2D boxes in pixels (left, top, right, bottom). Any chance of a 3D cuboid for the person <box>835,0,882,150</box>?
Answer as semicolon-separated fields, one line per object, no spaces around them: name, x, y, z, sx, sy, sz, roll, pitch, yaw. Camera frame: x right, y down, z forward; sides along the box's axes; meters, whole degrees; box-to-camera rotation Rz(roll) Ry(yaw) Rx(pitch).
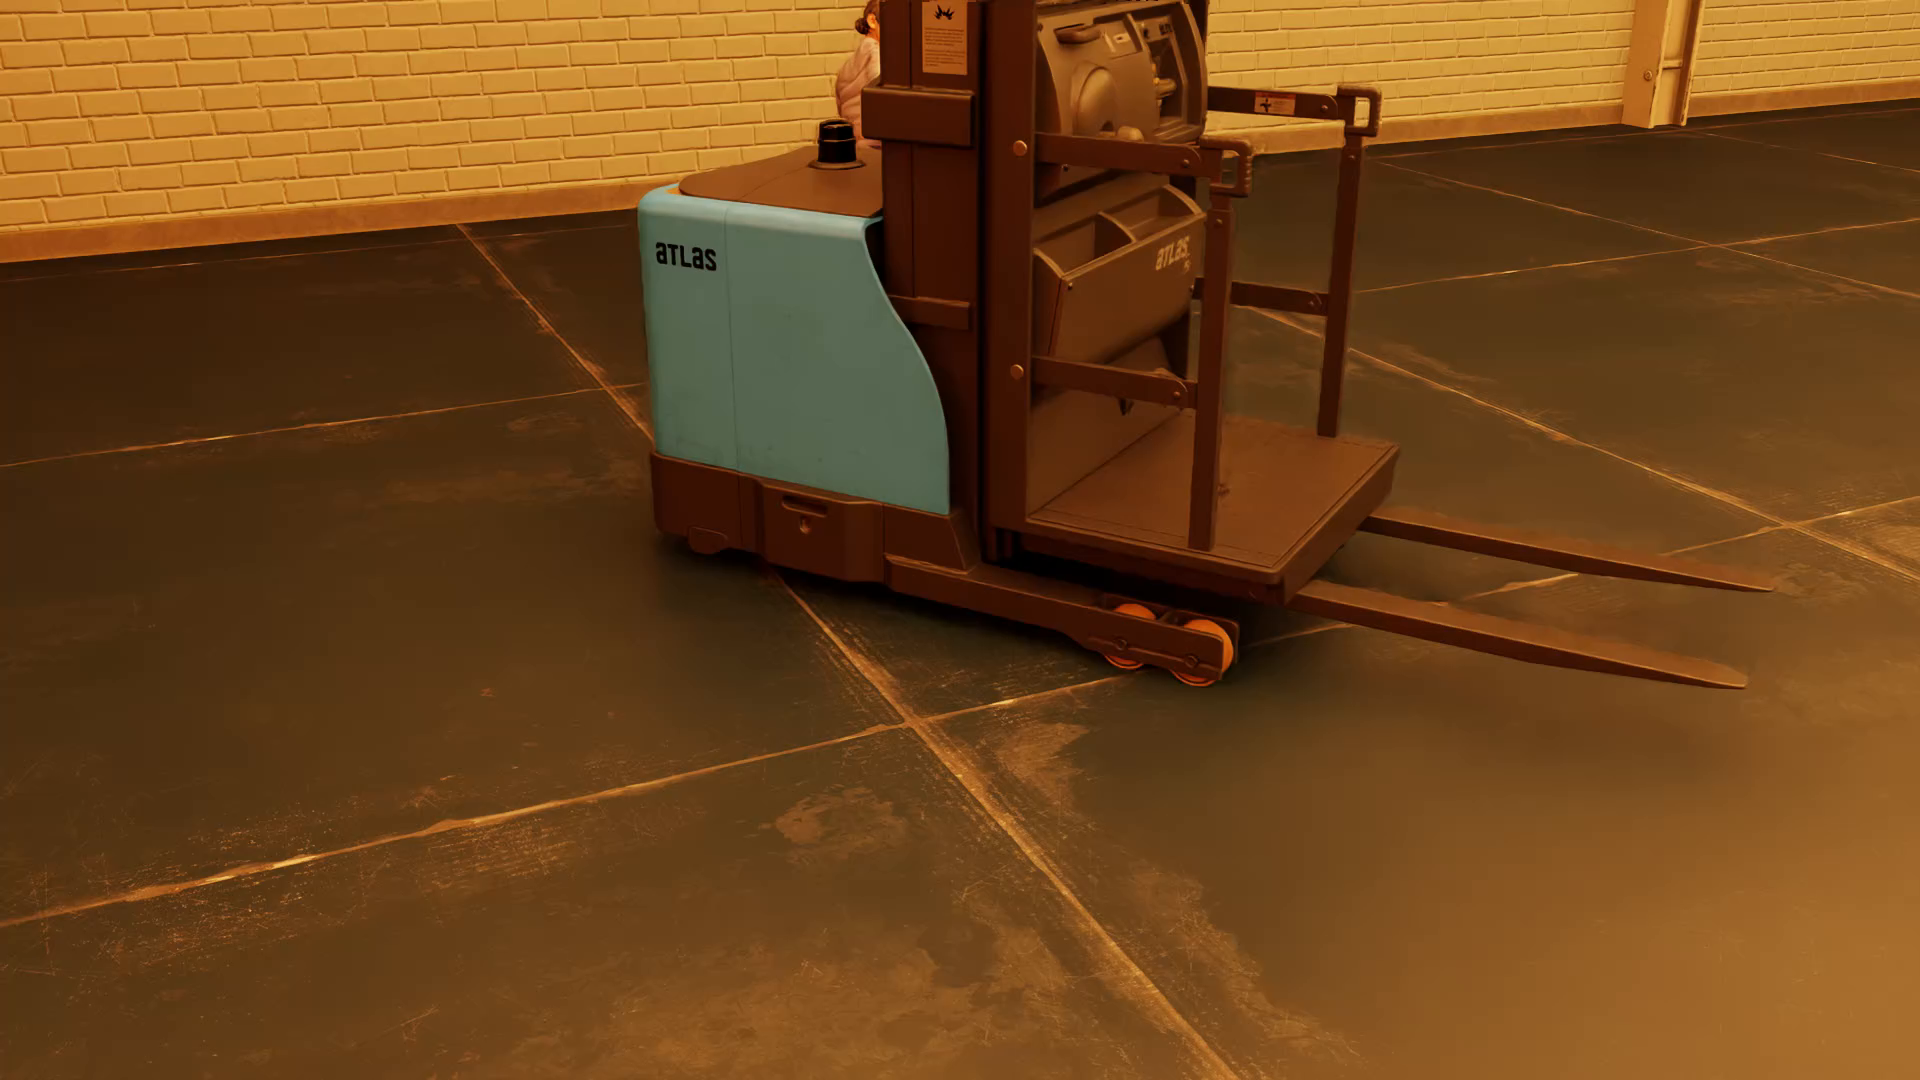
person;-0.262;-1.580;7.118;0.651;1.431;0.727;-20;30;-40

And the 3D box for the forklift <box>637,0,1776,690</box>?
forklift;0.612;-1.215;4.211;3.031;2.935;1.130;12;26;27
